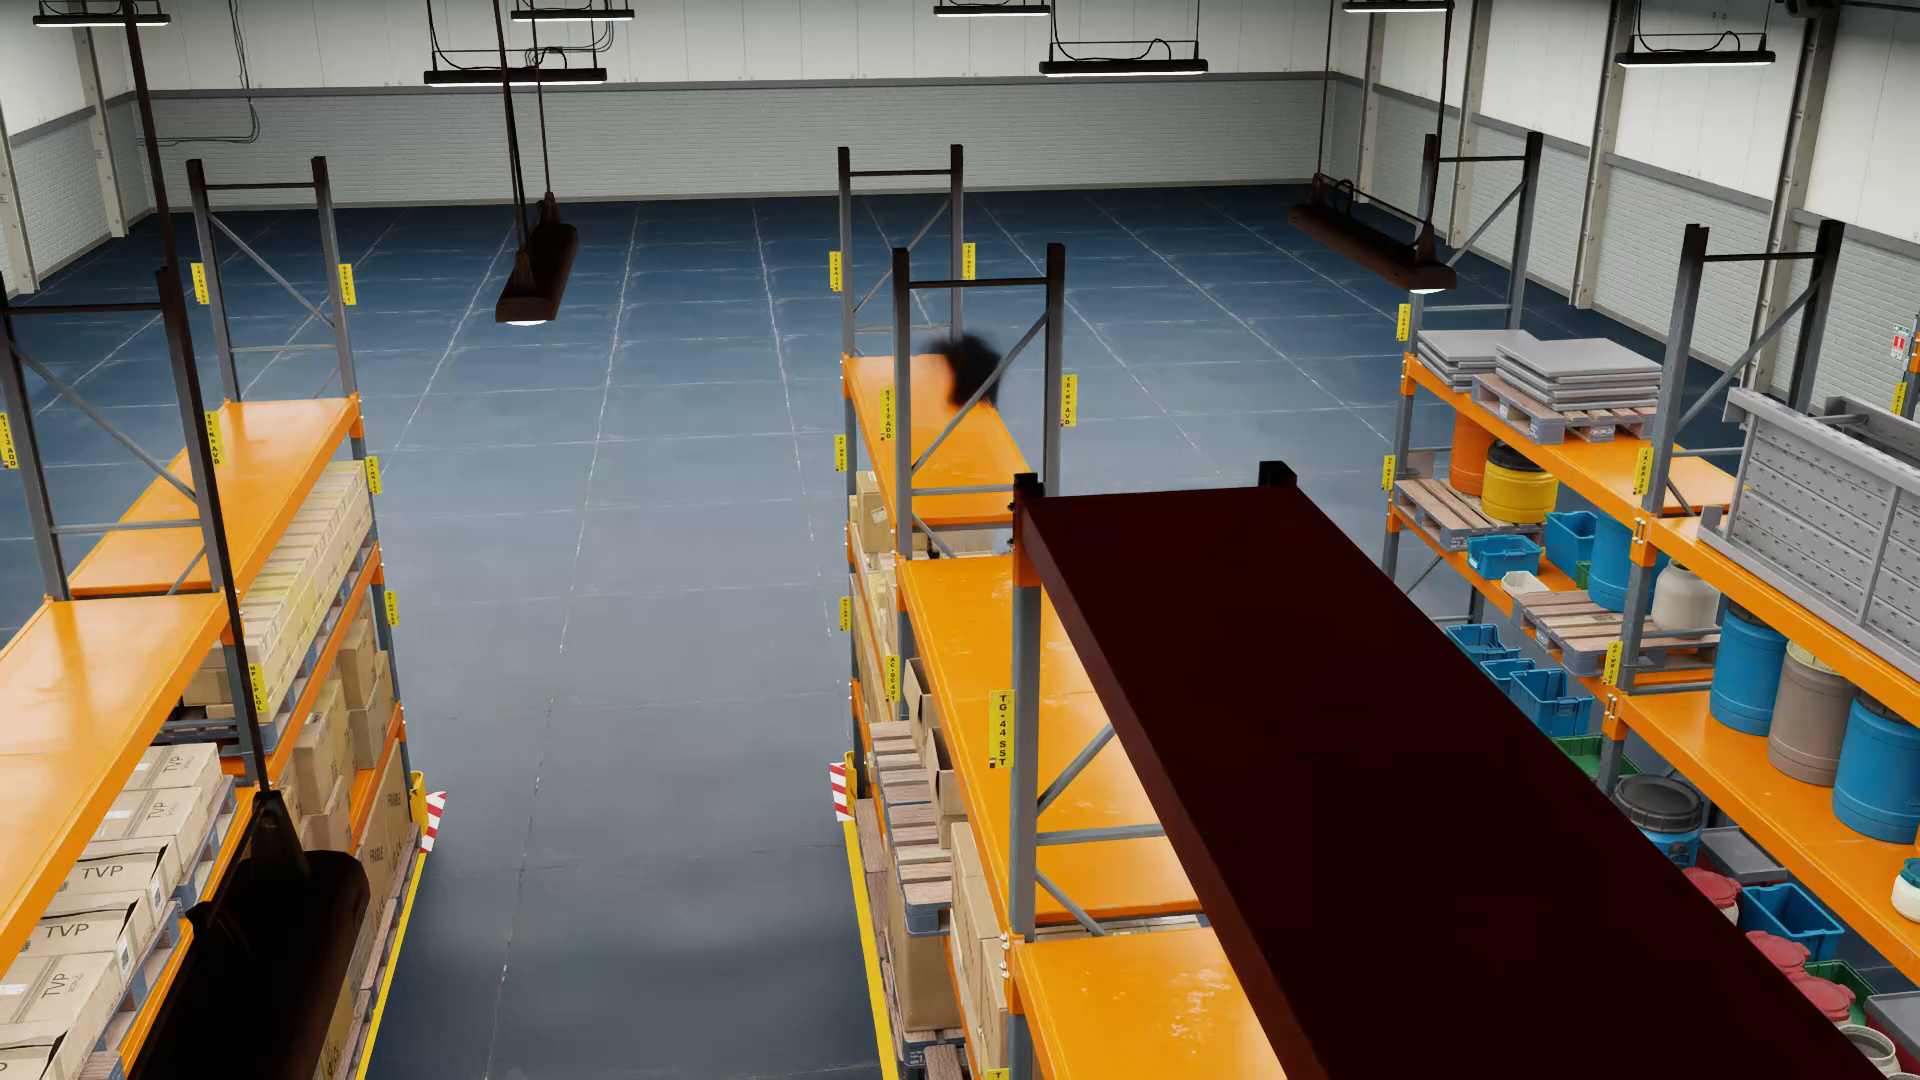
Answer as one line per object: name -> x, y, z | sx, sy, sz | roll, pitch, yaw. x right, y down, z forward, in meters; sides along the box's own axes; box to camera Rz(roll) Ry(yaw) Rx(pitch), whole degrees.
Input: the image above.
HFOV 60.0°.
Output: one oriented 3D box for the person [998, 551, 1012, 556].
person -> 0.569, 0.854, 17.297 | 0.496, 1.583, 0.431 | -16, 27, -34
